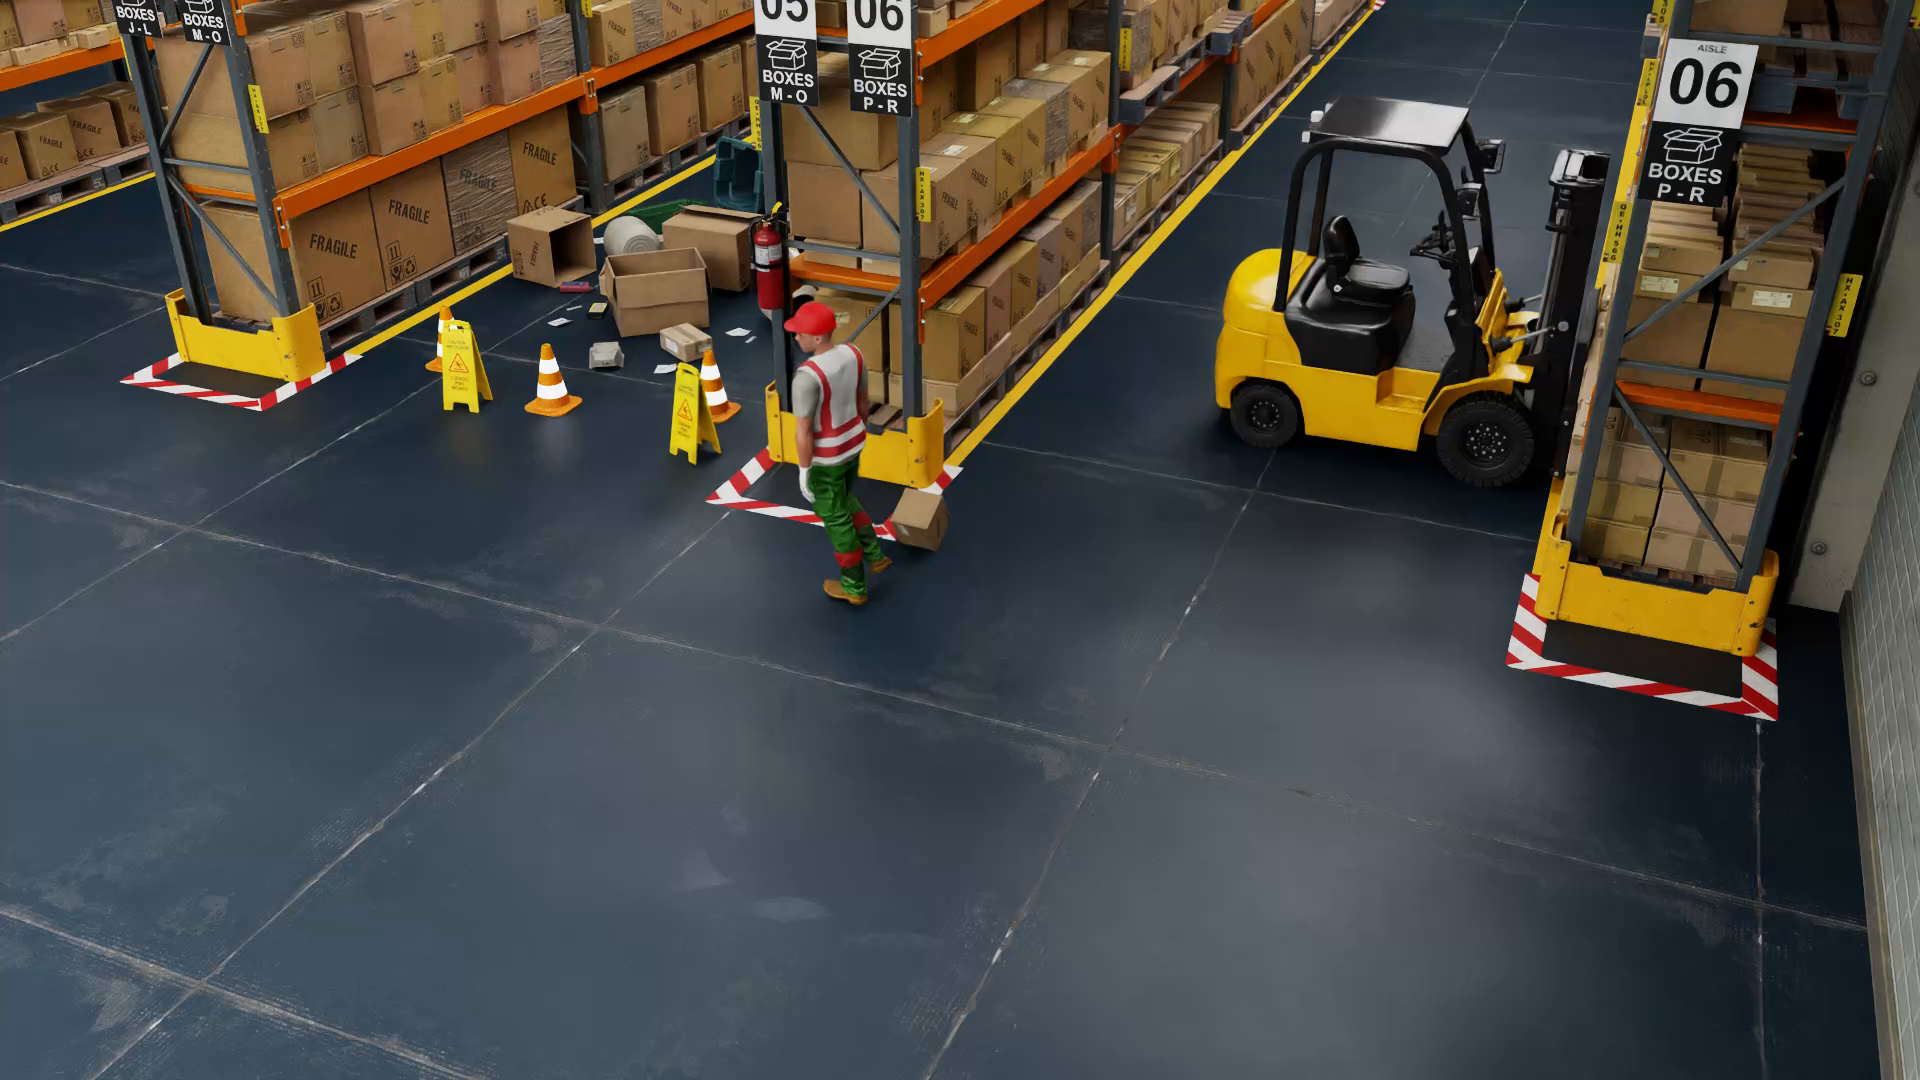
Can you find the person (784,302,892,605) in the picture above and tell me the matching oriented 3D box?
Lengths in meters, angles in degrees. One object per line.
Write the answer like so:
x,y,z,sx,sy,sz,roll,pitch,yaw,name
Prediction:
-0.686,-0.482,9.198,0.435,1.772,0.672,20,35,31,person
